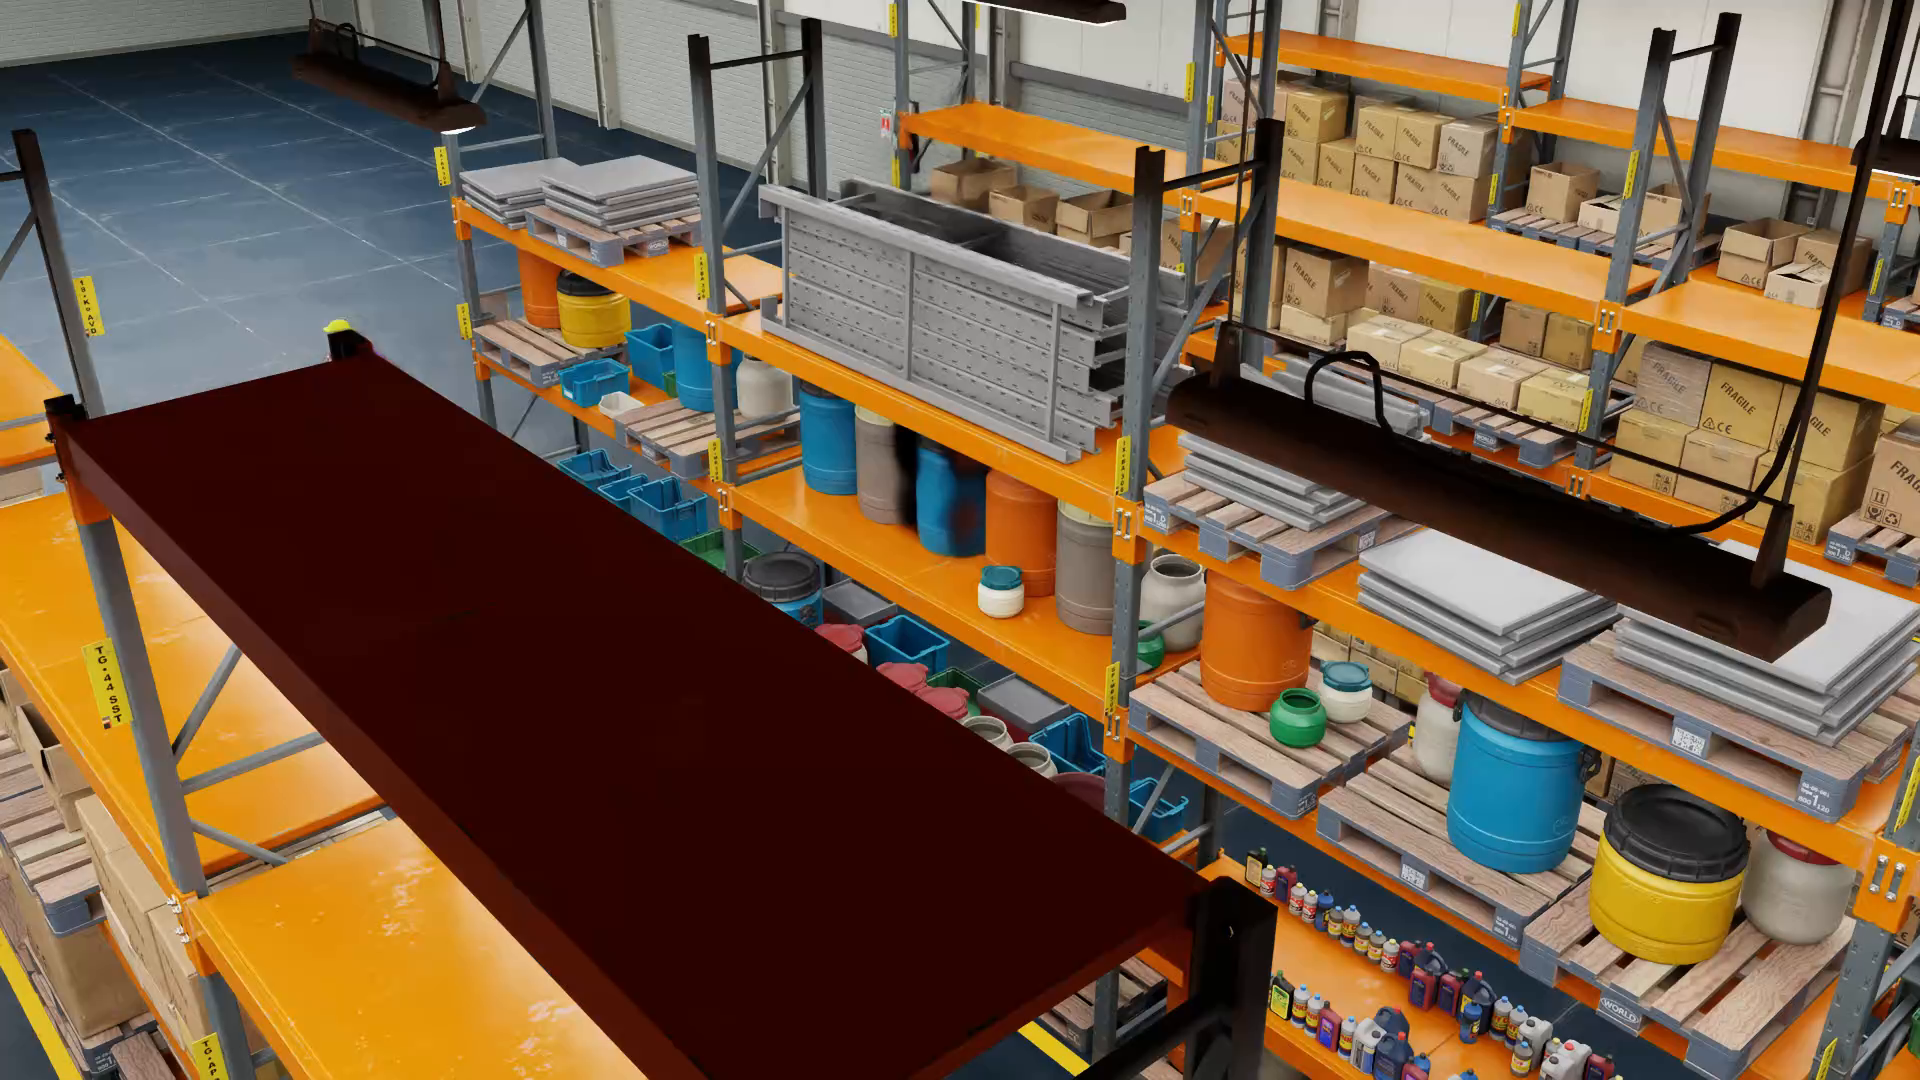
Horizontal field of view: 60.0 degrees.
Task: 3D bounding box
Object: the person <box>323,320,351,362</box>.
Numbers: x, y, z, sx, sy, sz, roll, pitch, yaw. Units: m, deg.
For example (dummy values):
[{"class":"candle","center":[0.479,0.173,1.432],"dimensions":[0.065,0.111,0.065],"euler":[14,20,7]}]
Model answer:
[{"class":"person","center":[-6.936,-1.669,18.886],"dimensions":[0.897,1.745,0.712],"euler":[-12,29,-22]}]
